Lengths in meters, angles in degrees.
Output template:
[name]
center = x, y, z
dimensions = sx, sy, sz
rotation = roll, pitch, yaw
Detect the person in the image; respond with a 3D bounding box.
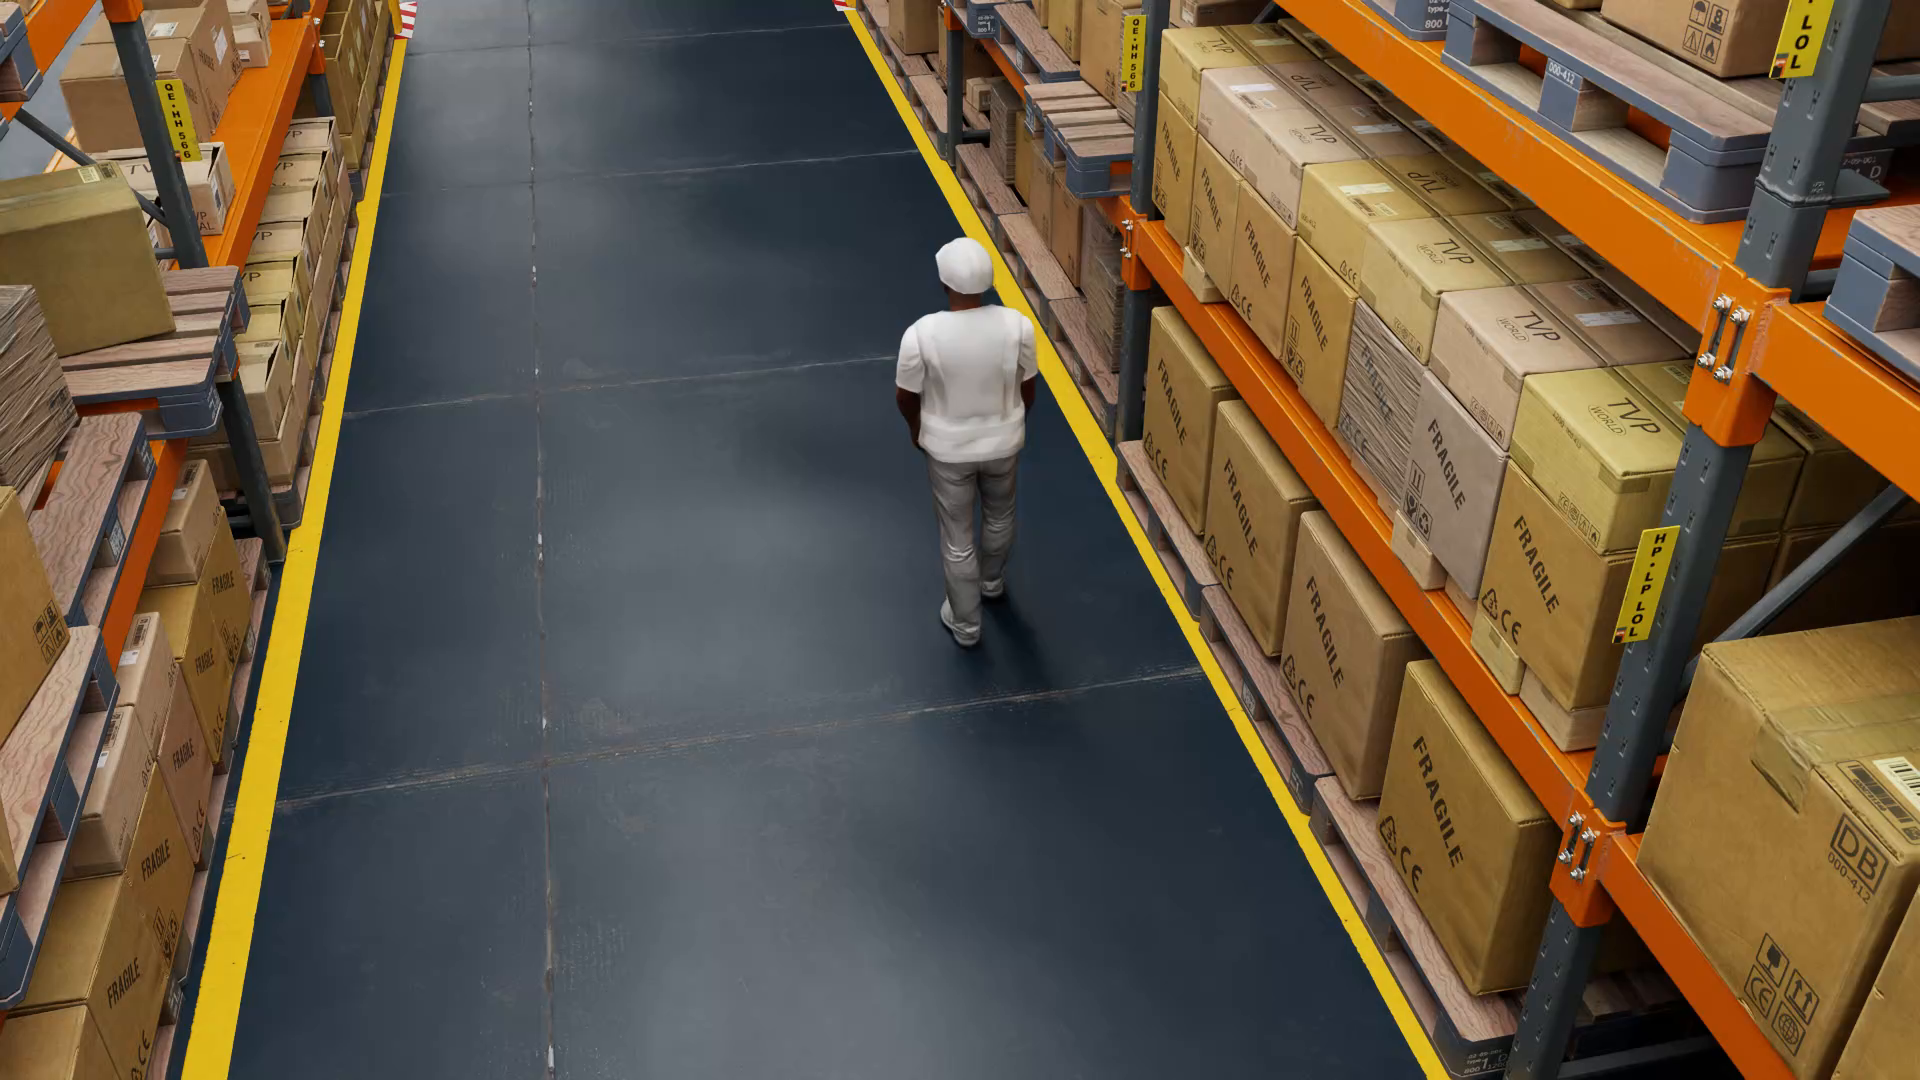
[person]
center = 0.005, -0.444, 6.754
dimensions = 0.564, 1.764, 0.636
rotation = -7, 35, -10
